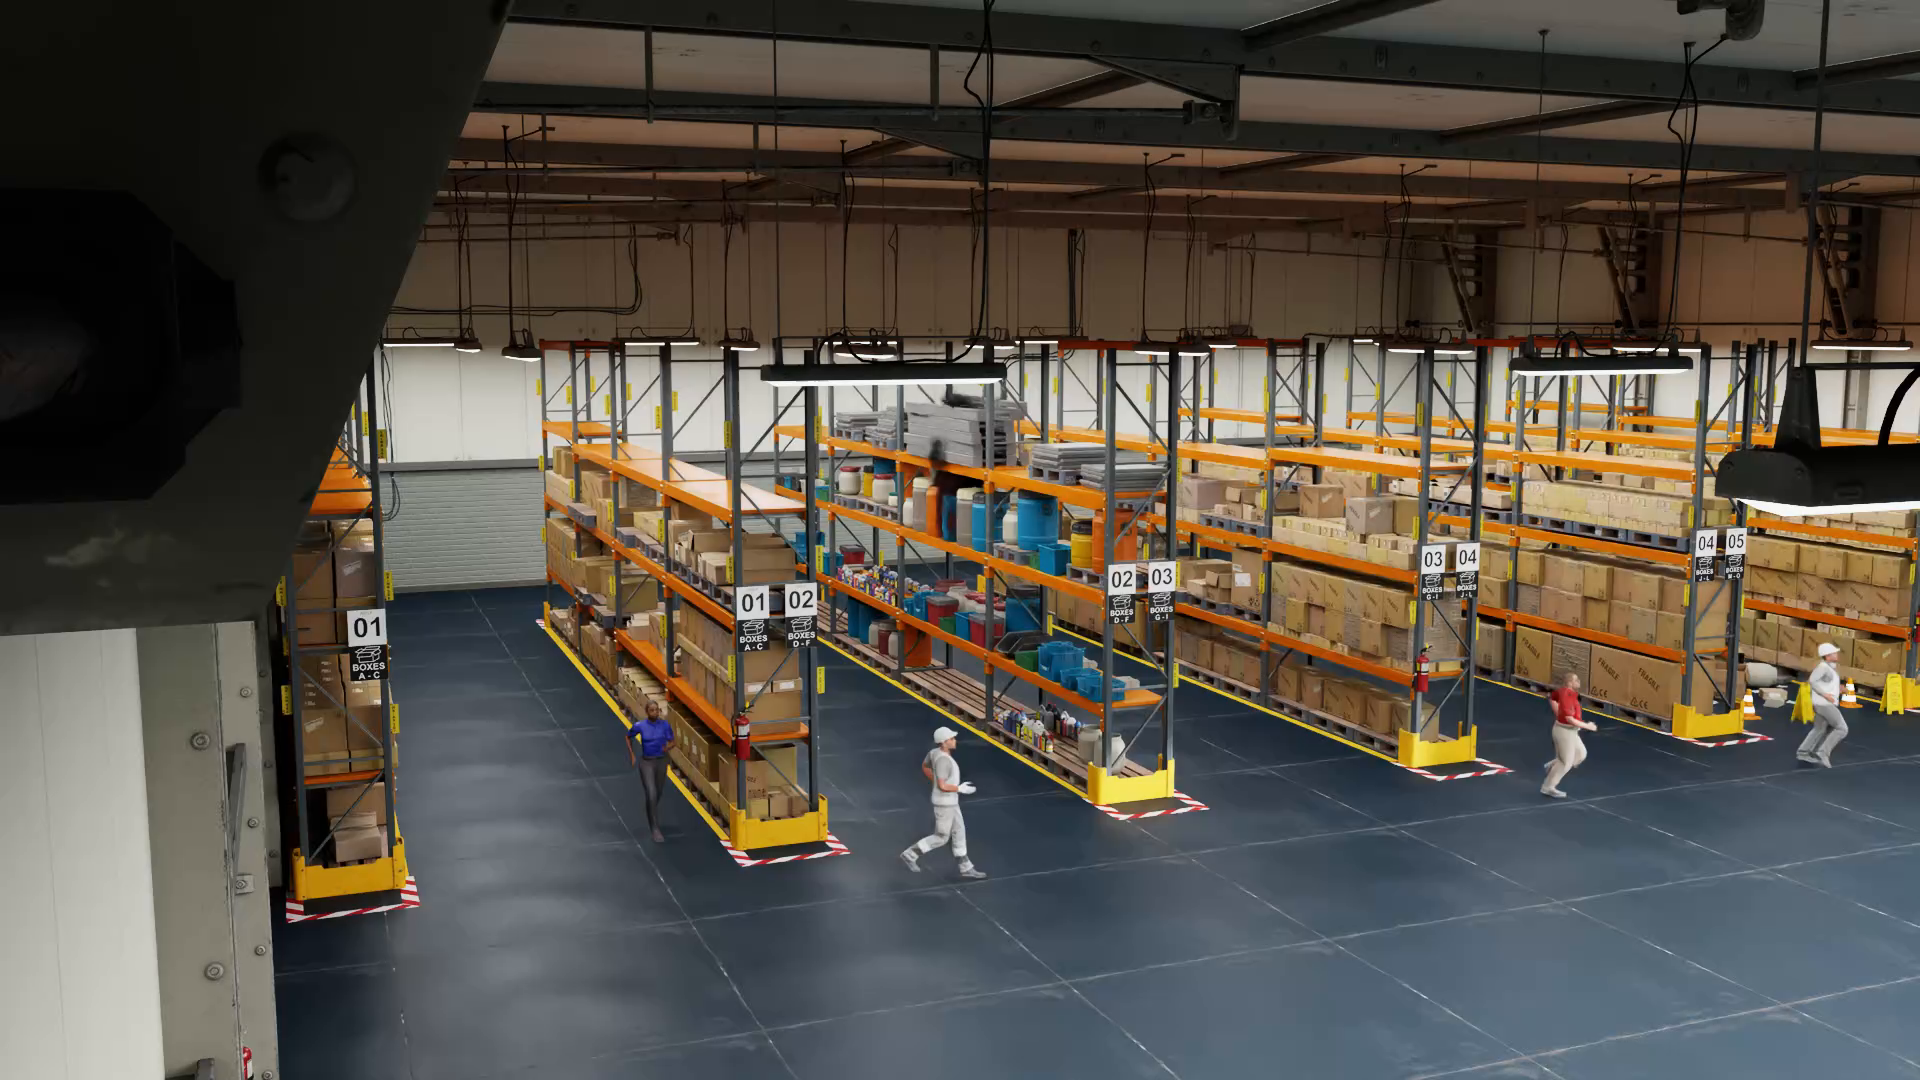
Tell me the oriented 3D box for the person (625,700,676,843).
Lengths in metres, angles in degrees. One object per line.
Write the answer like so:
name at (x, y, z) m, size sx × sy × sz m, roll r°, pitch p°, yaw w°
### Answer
person at (-3.810, 2.829, 20.641) m, size 0.566 × 1.671 × 0.839 m, roll -4°, pitch 9°, yaw -30°

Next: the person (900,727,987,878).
person at (-0.191, 2.993, 18.858) m, size 0.993 × 1.781 × 0.658 m, roll 0°, pitch 7°, yaw 0°

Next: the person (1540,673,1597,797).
person at (8.191, 2.604, 22.352) m, size 0.677 × 1.687 × 0.701 m, roll 2°, pitch 8°, yaw 16°

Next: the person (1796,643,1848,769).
person at (12.406, 2.368, 23.881) m, size 0.642 × 1.791 × 0.681 m, roll 3°, pitch 8°, yaw 25°
